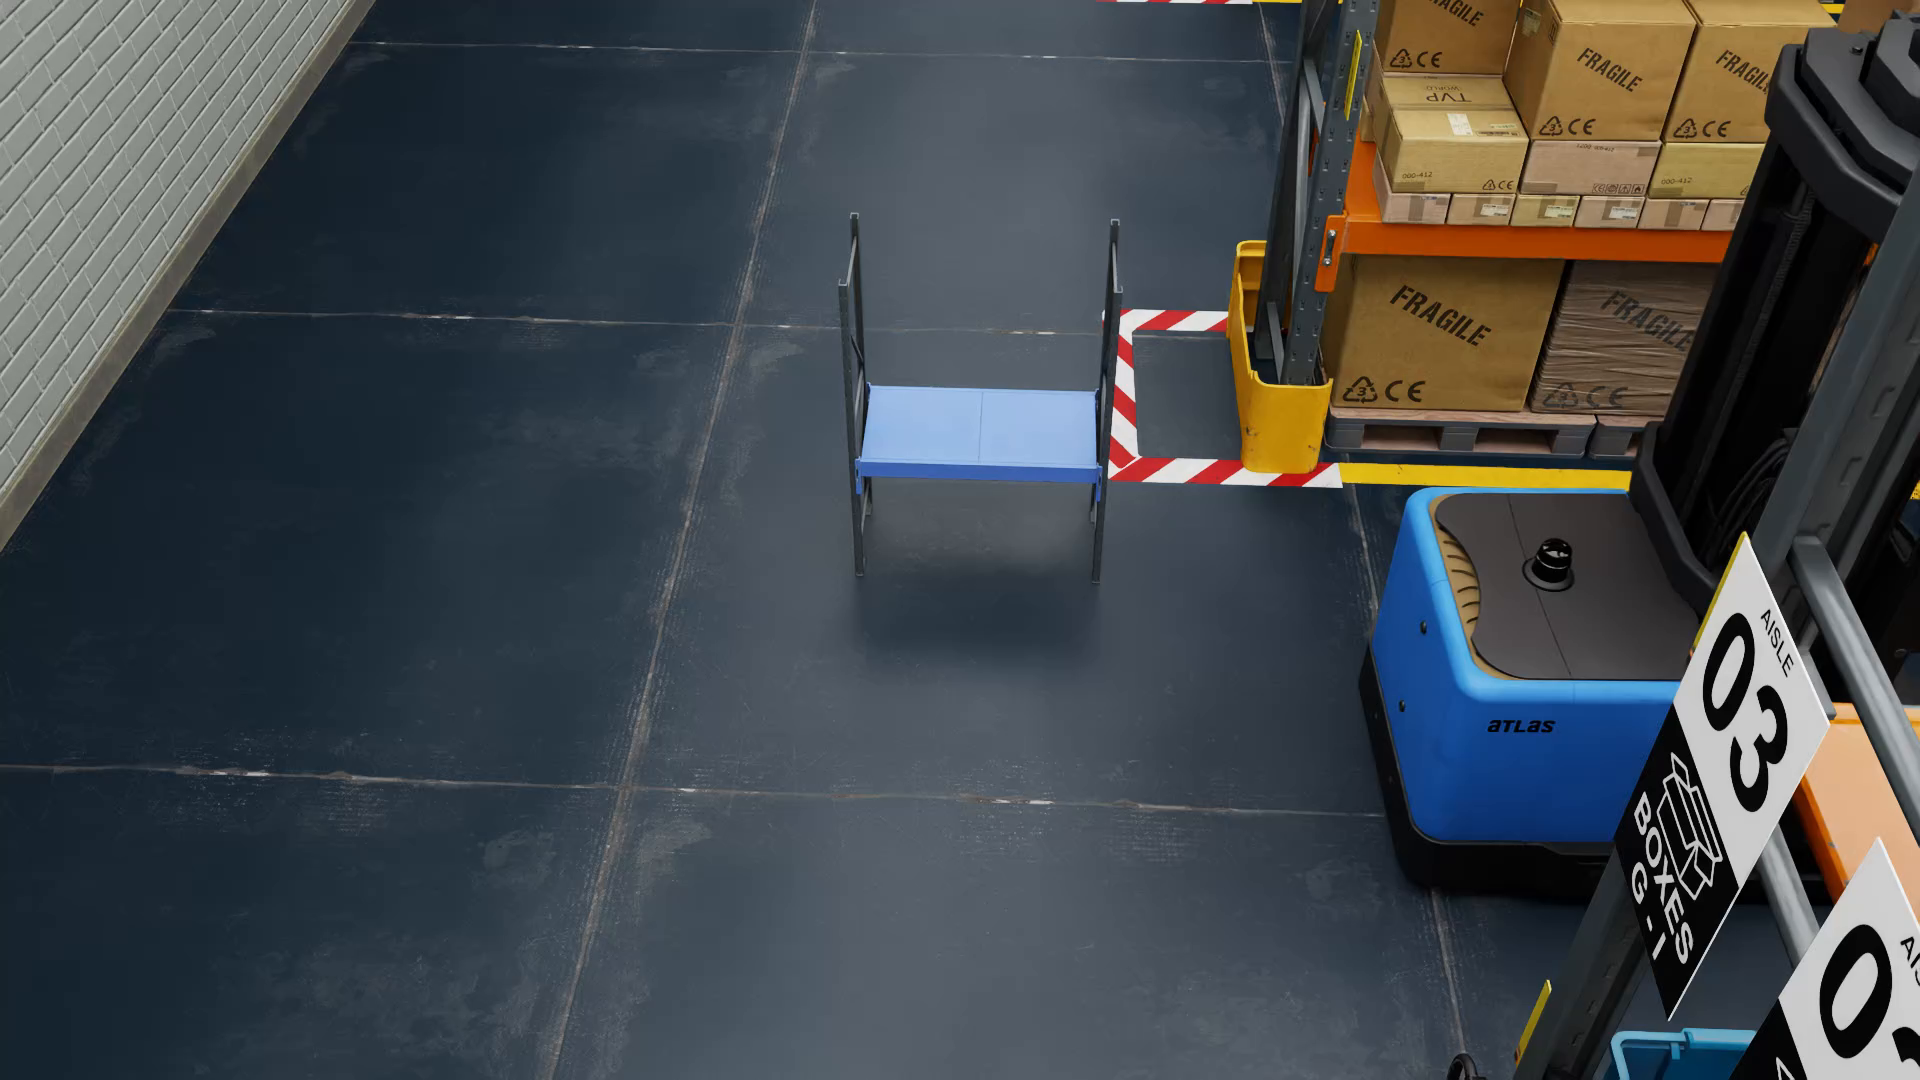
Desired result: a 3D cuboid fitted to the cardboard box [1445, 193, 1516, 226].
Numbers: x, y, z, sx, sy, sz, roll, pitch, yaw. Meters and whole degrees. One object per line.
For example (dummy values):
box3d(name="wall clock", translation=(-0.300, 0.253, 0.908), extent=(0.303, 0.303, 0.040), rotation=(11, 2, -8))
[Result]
box3d(name="cardboard box", translation=(2.124, -1.468, 6.894), extent=(0.250, 0.149, 0.380), rotation=(1, 43, 1))

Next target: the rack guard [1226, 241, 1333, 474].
box3d(name="rack guard", translation=(1.504, -0.888, 7.922), extent=(0.348, 0.500, 1.175), rotation=(2, 43, 2))

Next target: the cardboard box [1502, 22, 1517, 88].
box3d(name="cardboard box", translation=(2.531, -2.006, 7.180), extent=(0.500, 0.250, 0.500), rotation=(1, 43, 1))

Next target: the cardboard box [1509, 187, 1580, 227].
box3d(name="cardboard box", translation=(2.380, -1.460, 6.886), extent=(0.250, 0.149, 0.380), rotation=(1, 43, 1))

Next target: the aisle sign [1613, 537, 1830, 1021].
box3d(name="aisle sign", translation=(1.246, 0.418, 2.779), extent=(0.004, 0.787, 0.394), rotation=(2, 43, 2))

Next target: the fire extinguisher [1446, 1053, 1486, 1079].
box3d(name="fire extinguisher", translation=(1.175, 1.421, 3.939), extent=(0.183, 0.674, 0.296), rotation=(2, 43, 2))

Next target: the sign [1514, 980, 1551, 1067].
box3d(name="sign", translation=(1.313, 1.136, 3.796), extent=(0.005, 0.325, 0.100), rotation=(2, 43, 2))

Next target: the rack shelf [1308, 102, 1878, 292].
box3d(name="rack shelf", translation=(3.526, -1.477, 7.248), extent=(4.000, 0.370, 1.077), rotation=(2, 43, 2))

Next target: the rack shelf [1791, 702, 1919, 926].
box3d(name="rack shelf", translation=(3.303, 0.798, 2.606), extent=(4.000, 0.370, 1.077), rotation=(2, 43, 2))

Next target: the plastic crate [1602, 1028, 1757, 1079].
box3d(name="plastic crate", translation=(1.648, 1.419, 3.542), extent=(0.499, 0.435, 0.616), rotation=(2, 43, 2))

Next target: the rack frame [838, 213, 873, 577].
box3d(name="rack frame", translation=(-0.423, -0.562, 6.838), extent=(0.032, 1.500, 0.500), rotation=(2, 43, 2))

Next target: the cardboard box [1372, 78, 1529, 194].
box3d(name="cardboard box", translation=(1.995, -1.657, 6.806), extent=(0.500, 0.250, 0.500), rotation=(1, 43, 1))

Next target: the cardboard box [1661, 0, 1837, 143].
box3d(name="cardboard box", translation=(3.013, -1.905, 6.521), extent=(0.500, 0.500, 0.500), rotation=(1, 43, 1))

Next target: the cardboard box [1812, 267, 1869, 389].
box3d(name="cardboard box", translation=(3.969, -1.158, 7.628), extent=(0.875, 0.875, 0.875), rotation=(2, 43, 2))

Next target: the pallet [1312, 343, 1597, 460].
box3d(name="pallet", translation=(2.330, -0.810, 8.051), extent=(1.213, 0.211, 1.003), rotation=(2, 43, 2))

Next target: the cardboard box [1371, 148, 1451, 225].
box3d(name="cardboard box", translation=(1.868, -1.475, 6.902), extent=(0.250, 0.149, 0.380), rotation=(2, 43, 2))

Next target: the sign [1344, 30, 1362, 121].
box3d(name="sign", translation=(1.497, -1.770, 6.342), extent=(0.005, 0.325, 0.100), rotation=(2, 43, 2))

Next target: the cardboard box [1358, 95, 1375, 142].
box3d(name="cardboard box", translation=(1.899, -1.923, 7.384), extent=(0.250, 0.149, 0.380), rotation=(3, 43, 3))

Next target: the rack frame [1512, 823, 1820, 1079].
box3d(name="rack frame", translation=(1.305, 1.571, 3.449), extent=(0.127, 3.000, 1.000), rotation=(2, 43, 2))

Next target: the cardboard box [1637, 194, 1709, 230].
box3d(name="cardboard box", translation=(2.894, -1.444, 6.869), extent=(0.250, 0.149, 0.380), rotation=(1, 43, 1))

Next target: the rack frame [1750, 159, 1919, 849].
box3d(name="rack frame", translation=(1.305, -0.624, 1.404), extent=(0.127, 3.000, 1.000), rotation=(2, 43, 2))

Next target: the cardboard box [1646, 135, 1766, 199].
box3d(name="cardboard box", translation=(3.017, -1.628, 6.774), extent=(0.500, 0.250, 0.500), rotation=(0, 43, 0))

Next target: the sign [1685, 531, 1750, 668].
box3d(name="sign", translation=(1.313, 0.136, 2.865), extent=(0.005, 0.325, 0.100), rotation=(2, 43, 2))

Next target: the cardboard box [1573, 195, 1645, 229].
box3d(name="cardboard box", translation=(2.640, -1.453, 6.879), extent=(0.250, 0.149, 0.380), rotation=(1, 43, 1))

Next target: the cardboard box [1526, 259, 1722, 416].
box3d(name="cardboard box", translation=(3.080, -1.185, 7.658), extent=(0.875, 0.875, 0.875), rotation=(2, 43, 2))

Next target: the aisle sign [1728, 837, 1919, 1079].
box3d(name="aisle sign", translation=(1.220, 0.819, 2.348), extent=(0.004, 0.787, 0.394), rotation=(2, 43, 2))

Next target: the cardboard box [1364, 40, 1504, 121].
box3d(name="cardboard box", translation=(2.024, -2.022, 7.197), extent=(0.500, 0.250, 0.500), rotation=(1, 43, 1))

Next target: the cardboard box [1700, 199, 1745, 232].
box3d(name="cardboard box", translation=(3.152, -1.437, 6.861), extent=(0.250, 0.149, 0.380), rotation=(1, 43, 1))

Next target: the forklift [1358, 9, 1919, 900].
box3d(name="forklift", translation=(3.094, -0.141, 5.337), extent=(3.031, 2.935, 1.130), rotation=(0, 43, 0))

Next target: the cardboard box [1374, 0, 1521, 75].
box3d(name="cardboard box", translation=(2.026, -2.294, 6.939), extent=(0.500, 0.500, 0.500), rotation=(2, 43, 2))

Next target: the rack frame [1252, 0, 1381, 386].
box3d(name="rack frame", translation=(1.528, -1.802, 7.069), extent=(0.127, 3.000, 1.000), rotation=(2, 43, 2))

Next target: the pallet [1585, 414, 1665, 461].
box3d(name="pallet", translation=(3.546, -0.771, 8.008), extent=(1.213, 0.211, 1.003), rotation=(2, 43, 2))

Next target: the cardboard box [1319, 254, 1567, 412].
box3d(name="cardboard box", translation=(2.171, -1.213, 7.688), extent=(0.875, 0.875, 0.875), rotation=(2, 43, 2))

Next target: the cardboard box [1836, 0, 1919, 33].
box3d(name="cardboard box", translation=(4.045, -2.230, 6.870), extent=(0.500, 0.500, 0.500), rotation=(1, 43, 1))

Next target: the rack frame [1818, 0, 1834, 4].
box3d(name="rack frame", translation=(5.848, -5.054, 10.560), extent=(0.127, 3.000, 1.000), rotation=(2, 43, 2))

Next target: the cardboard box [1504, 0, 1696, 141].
box3d(name="cardboard box", translation=(2.495, -1.916, 6.534), extent=(0.500, 0.500, 0.500), rotation=(1, 43, 1))

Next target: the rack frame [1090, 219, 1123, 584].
box3d(name="rack frame", translation=(0.593, -0.531, 6.805), extent=(0.032, 1.500, 0.500), rotation=(2, 43, 2))

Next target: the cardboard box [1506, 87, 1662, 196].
box3d(name="cardboard box", translation=(2.515, -1.646, 6.793), extent=(0.500, 0.250, 0.500), rotation=(1, 43, 1))

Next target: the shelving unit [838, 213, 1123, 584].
box3d(name="shelving unit", translation=(0.085, -0.546, 6.821), extent=(1.048, 1.500, 0.538), rotation=(2, 43, 2))

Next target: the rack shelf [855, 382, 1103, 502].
box3d(name="rack shelf", translation=(0.085, -0.415, 6.944), extent=(1.000, 0.185, 0.538), rotation=(2, 43, 2))
